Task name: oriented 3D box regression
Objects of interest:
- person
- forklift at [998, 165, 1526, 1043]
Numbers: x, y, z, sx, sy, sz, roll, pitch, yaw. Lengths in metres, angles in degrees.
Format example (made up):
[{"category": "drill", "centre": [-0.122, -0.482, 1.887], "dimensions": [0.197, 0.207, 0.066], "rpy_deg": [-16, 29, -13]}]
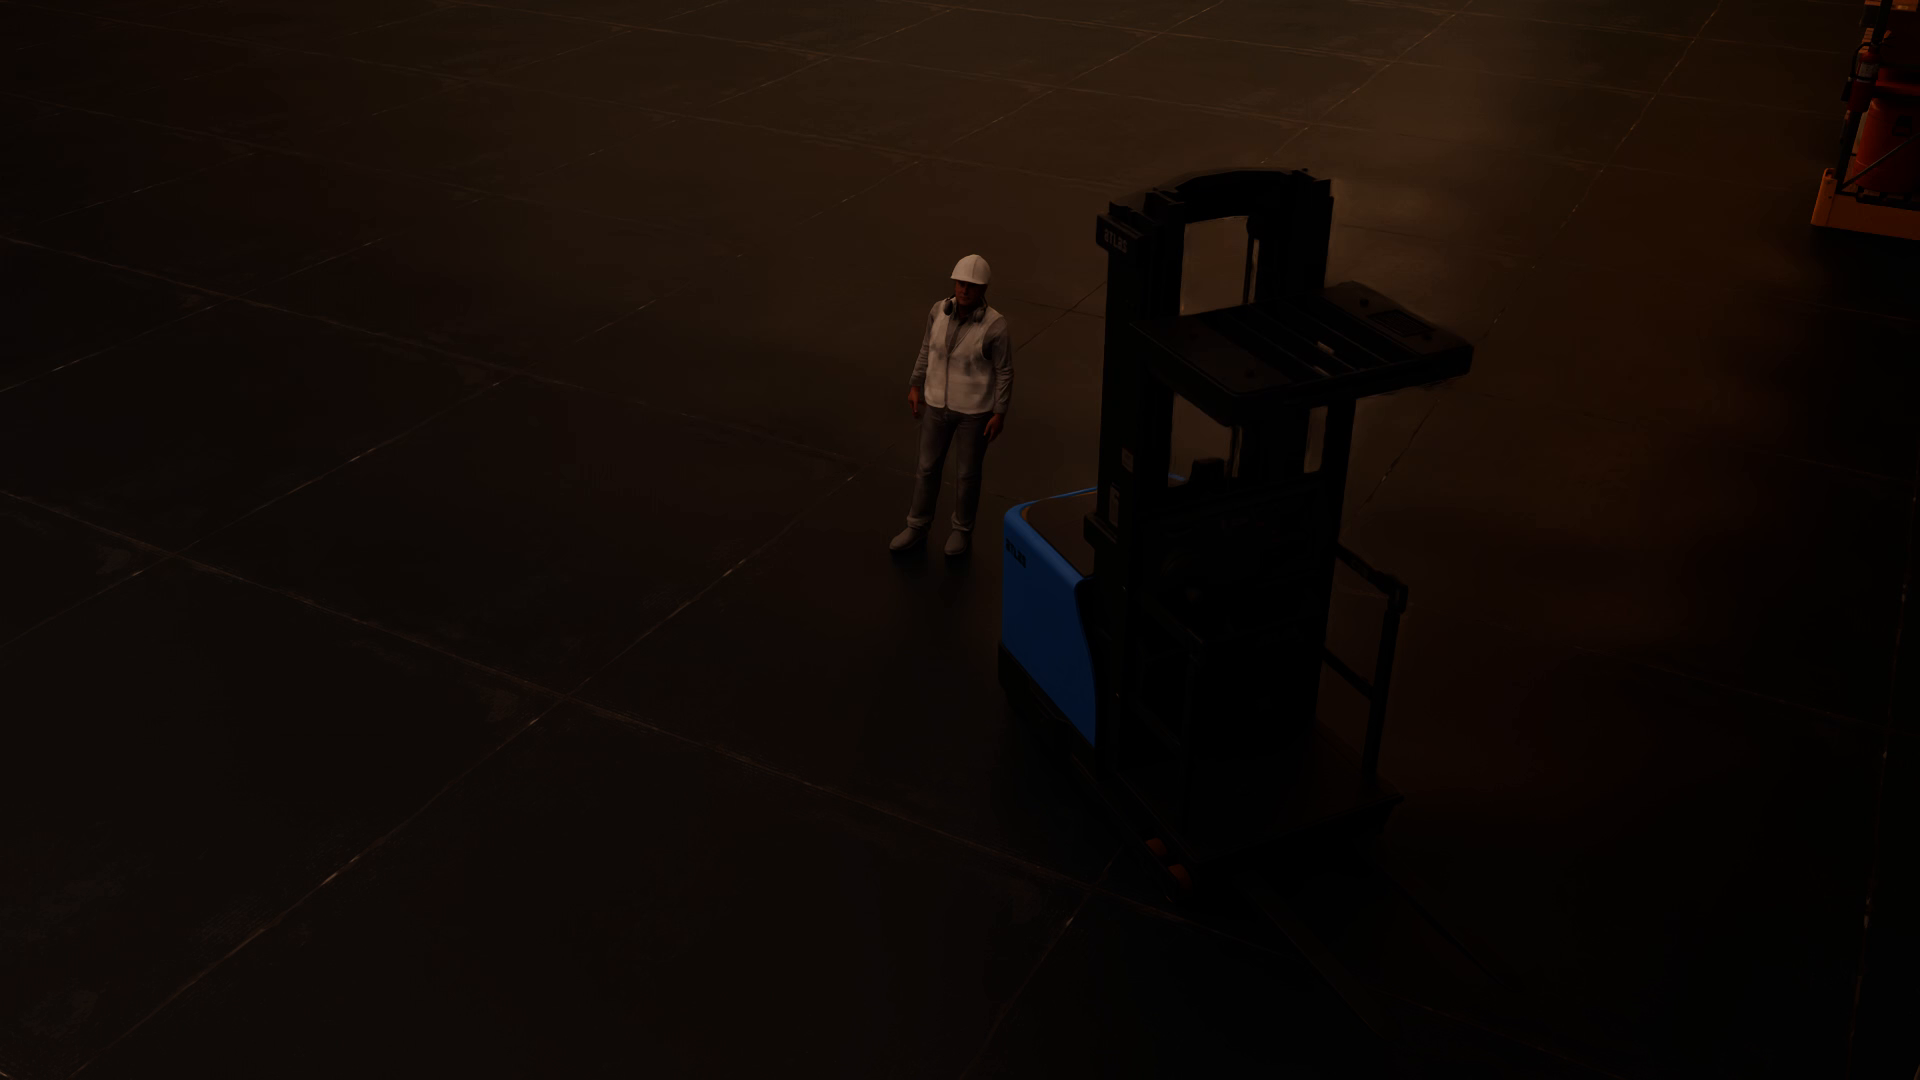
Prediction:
[{"category": "person", "centre": [-0.037, -0.748, 9.510], "dimensions": [0.634, 1.776, 0.565], "rpy_deg": [15, 33, 25]}, {"category": "forklift", "centre": [1.278, 0.063, 6.961], "dimensions": [1.130, 2.935, 3.031], "rpy_deg": [-13, 33, -22]}]
